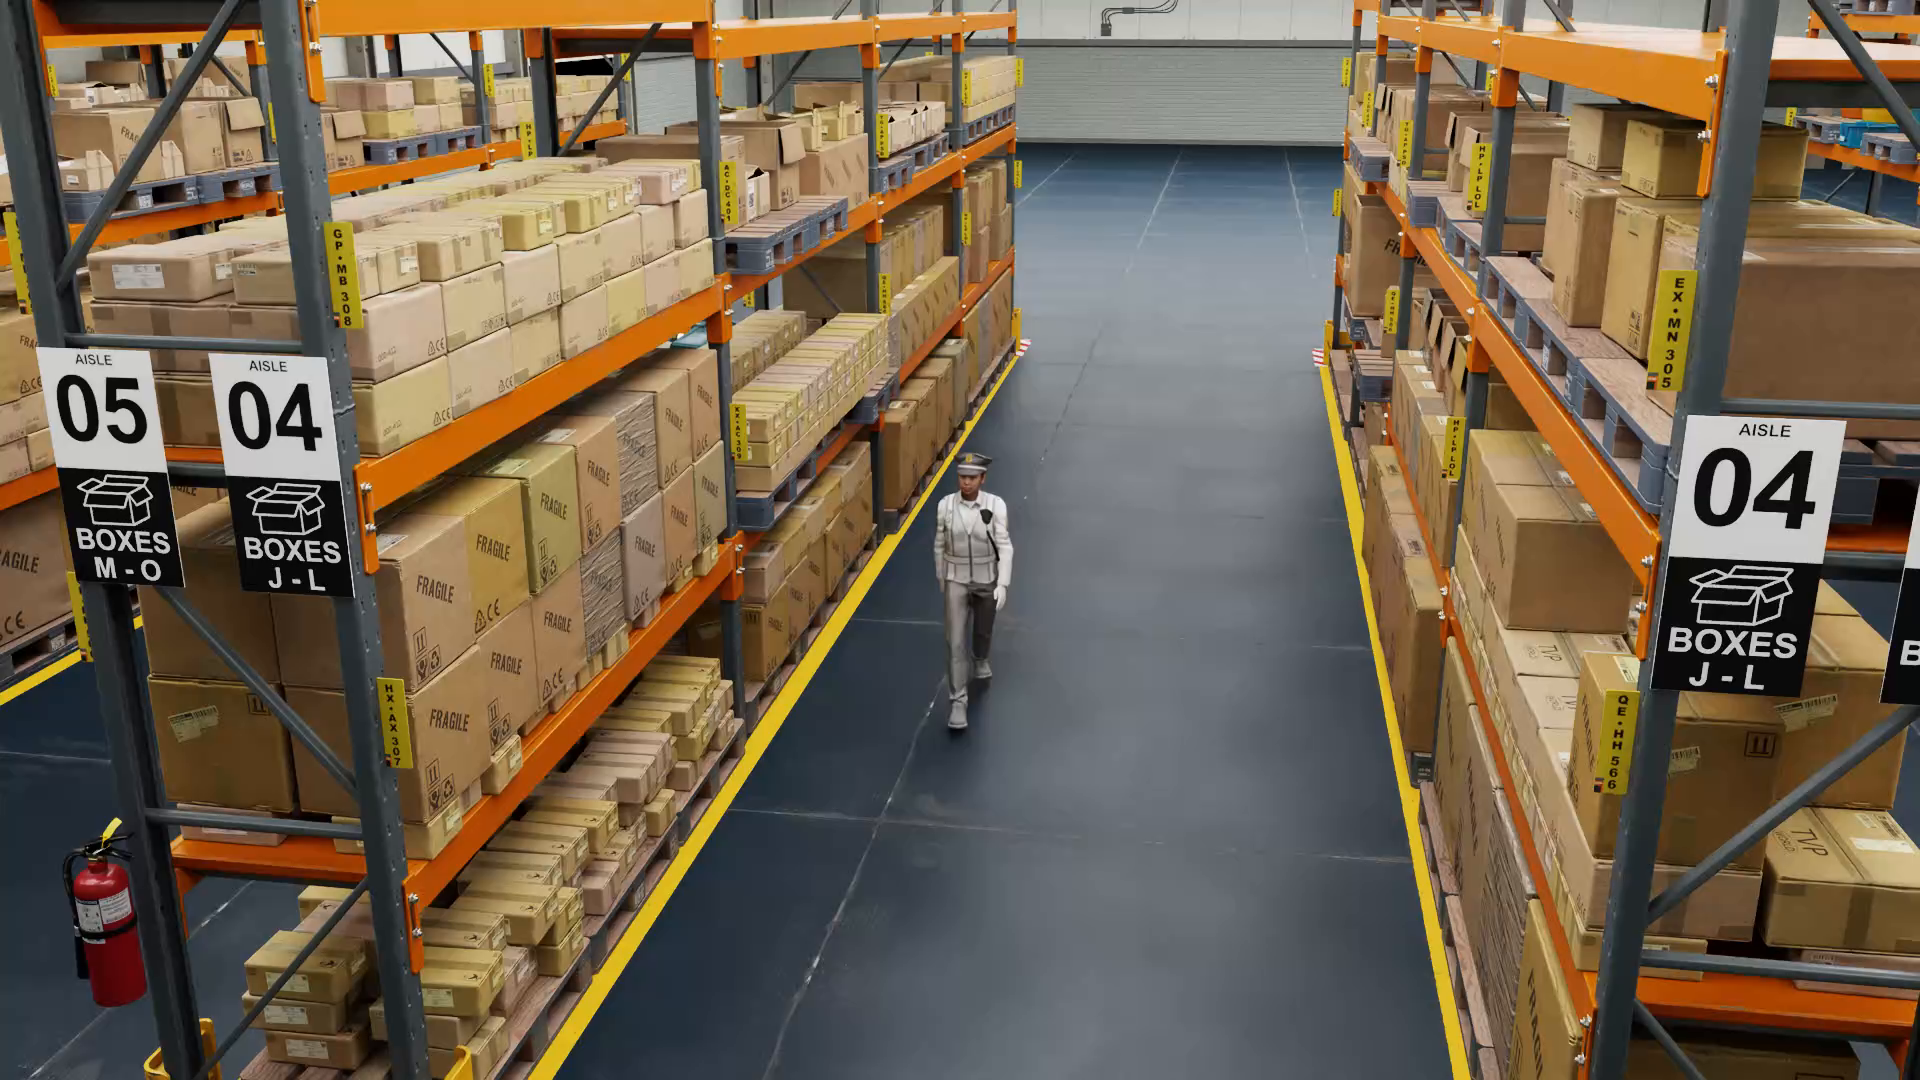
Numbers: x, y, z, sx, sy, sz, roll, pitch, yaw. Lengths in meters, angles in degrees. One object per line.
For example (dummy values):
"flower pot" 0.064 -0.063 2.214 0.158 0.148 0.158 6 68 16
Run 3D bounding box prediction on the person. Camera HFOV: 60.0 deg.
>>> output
"person" 0.082 0.242 10.241 0.490 1.630 1.028 0 18 0
